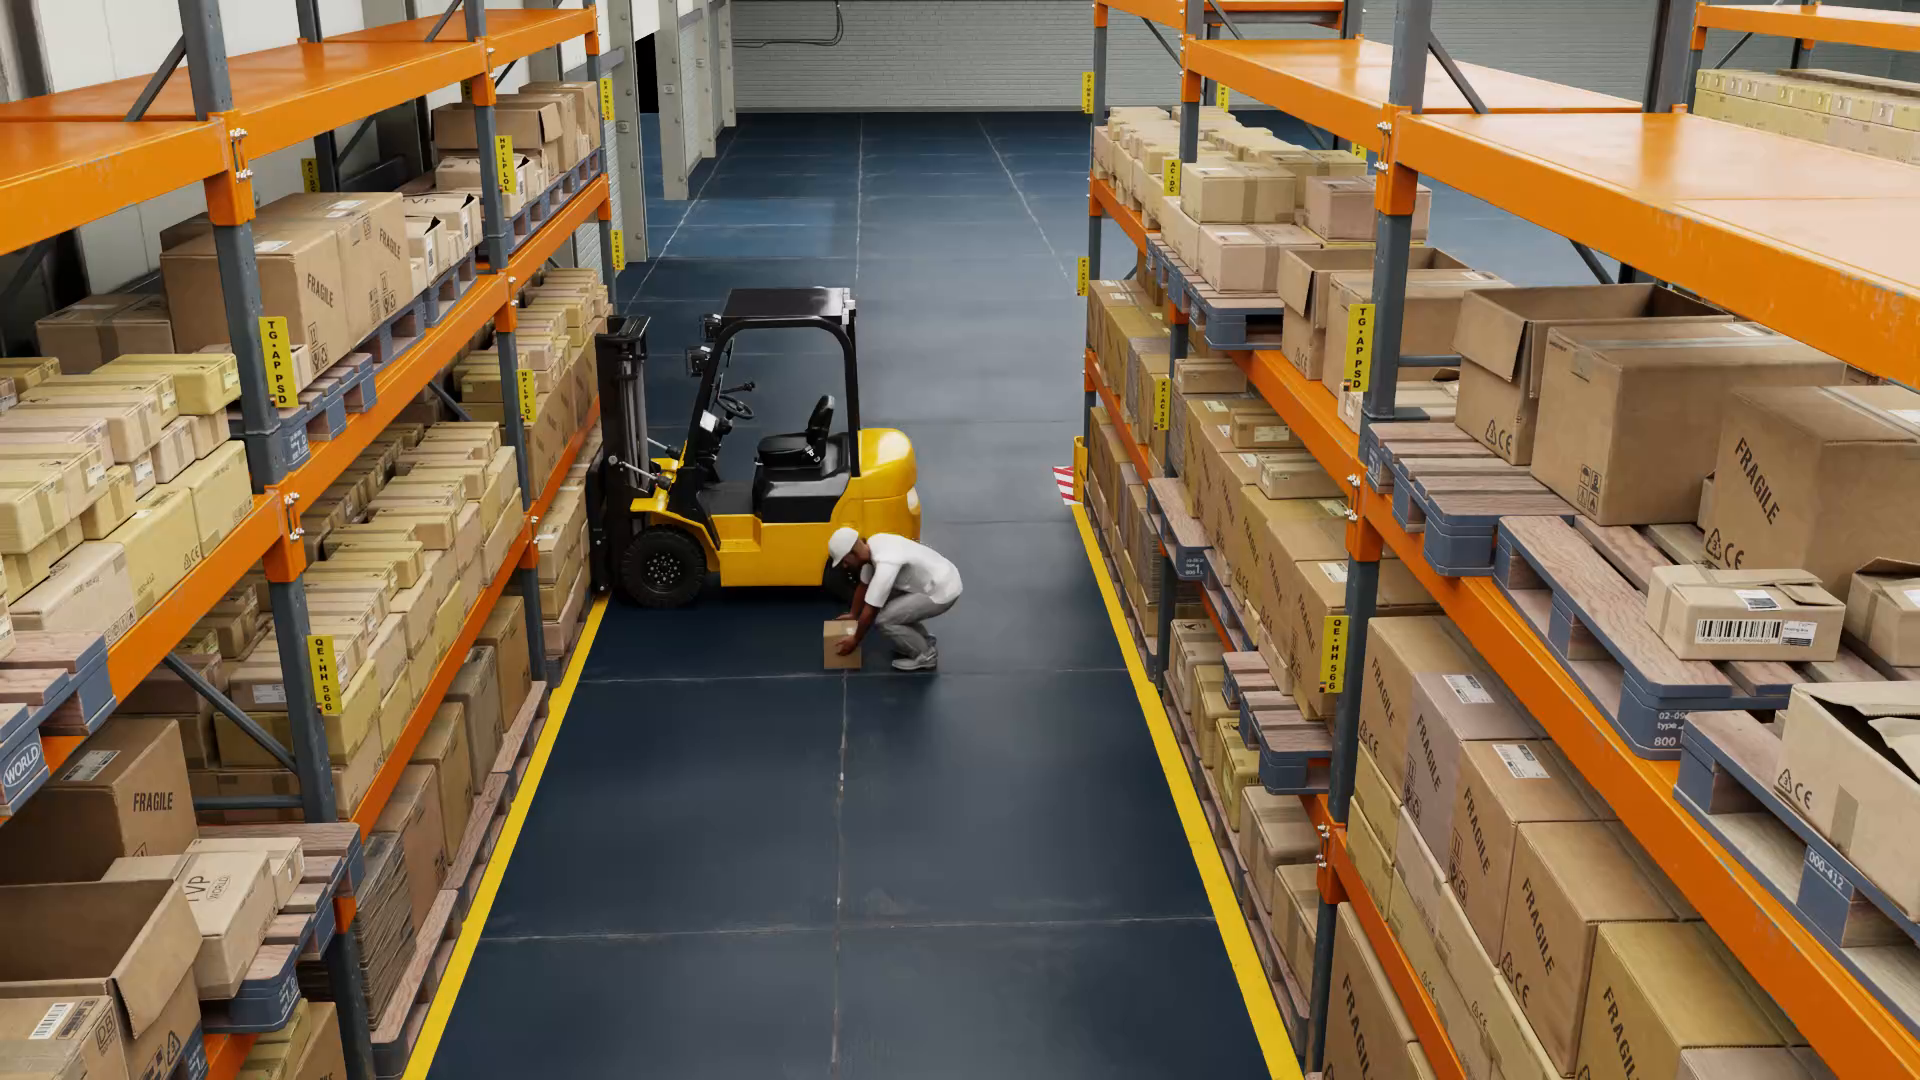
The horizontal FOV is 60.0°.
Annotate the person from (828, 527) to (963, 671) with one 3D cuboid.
[{"bbox_3d":[-0.429,0.373,11.155,0.894,0.994,0.584,-1,20,-3],"label":"person"}]
